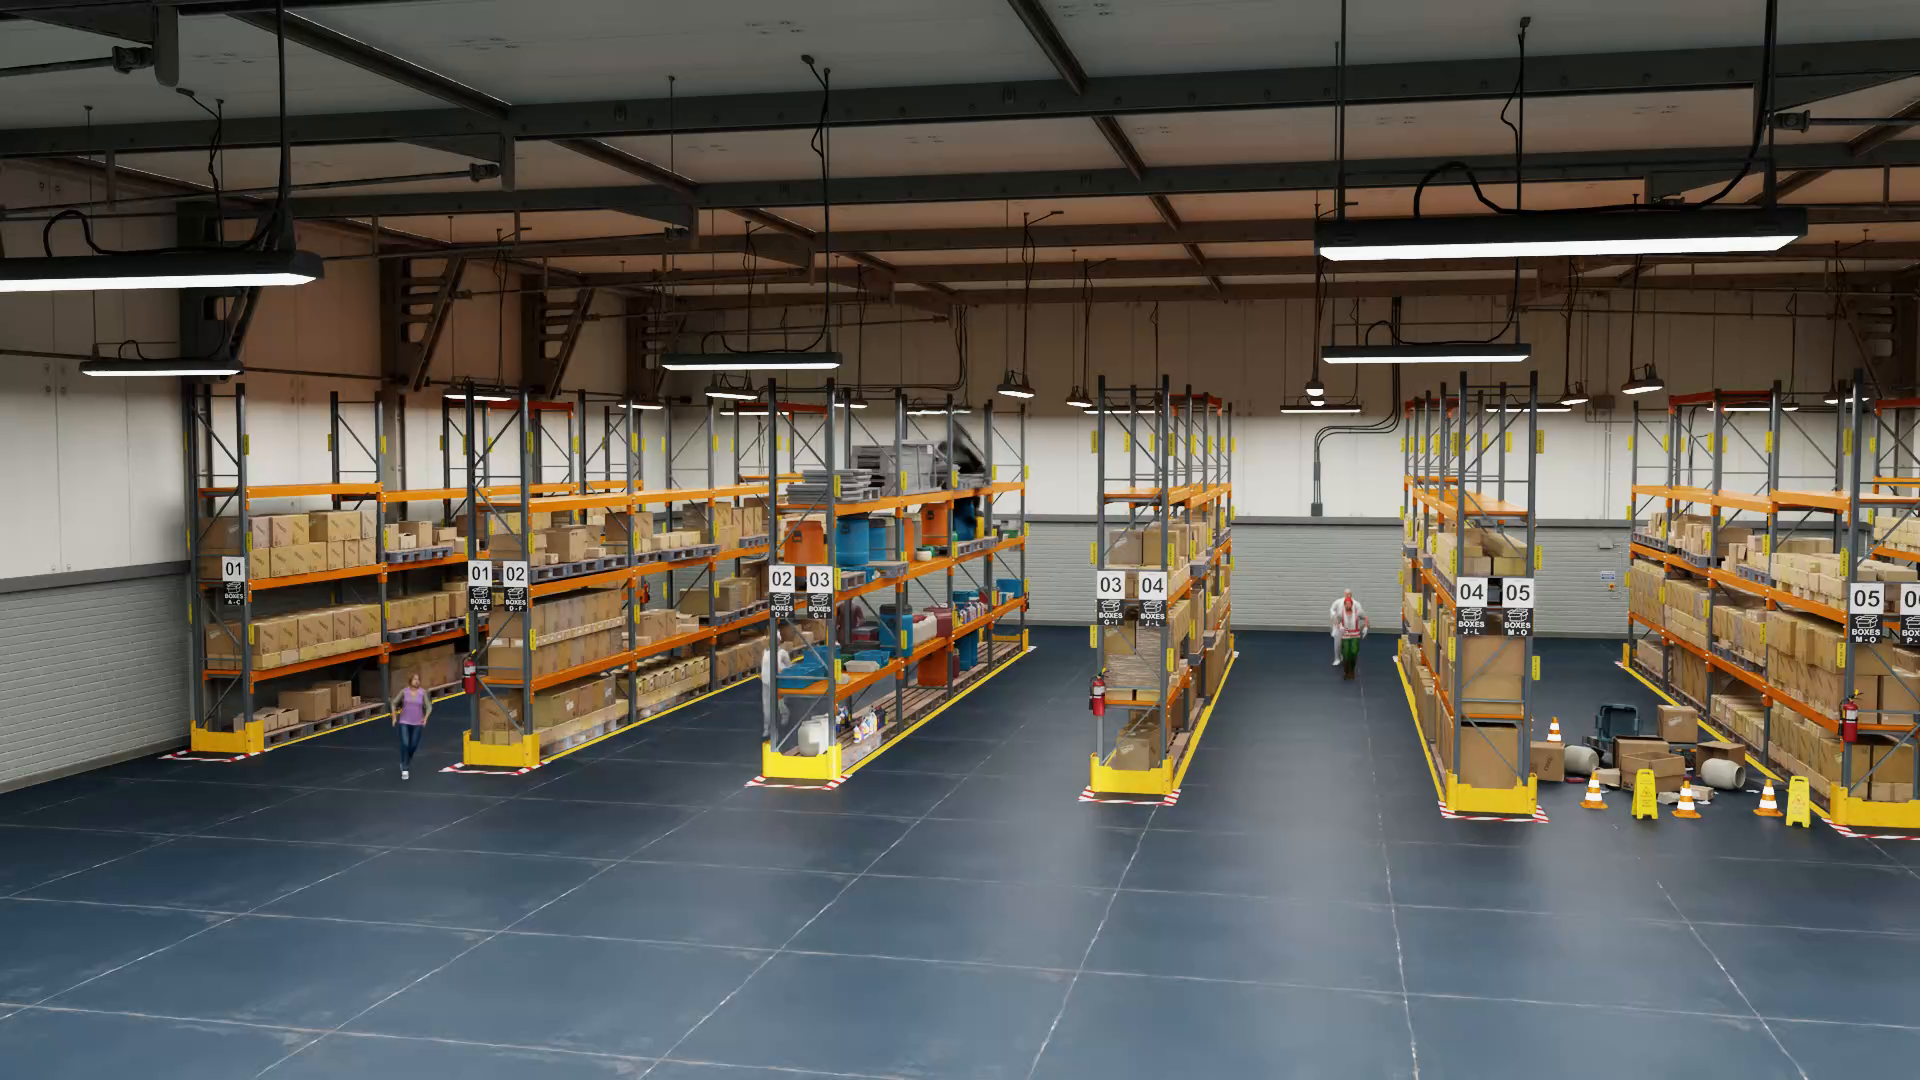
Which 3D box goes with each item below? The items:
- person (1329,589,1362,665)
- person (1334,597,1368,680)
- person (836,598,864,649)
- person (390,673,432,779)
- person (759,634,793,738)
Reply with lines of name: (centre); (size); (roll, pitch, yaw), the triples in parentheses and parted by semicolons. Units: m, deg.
person: (8.753, 1.986, 37.827); (0.733, 1.726, 0.625); (1, 4, 23)
person: (8.280, 2.088, 35.235); (0.677, 1.753, 0.850); (1, 3, 18)
person: (-2.484, 2.039, 36.844); (0.712, 1.744, 0.728); (0, 3, 4)
person: (-8.309, 2.816, 25.183); (0.594, 1.535, 0.581); (-1, 3, -19)
person: (-3.204, 2.478, 28.777); (0.663, 1.778, 0.928); (1, 3, 15)
